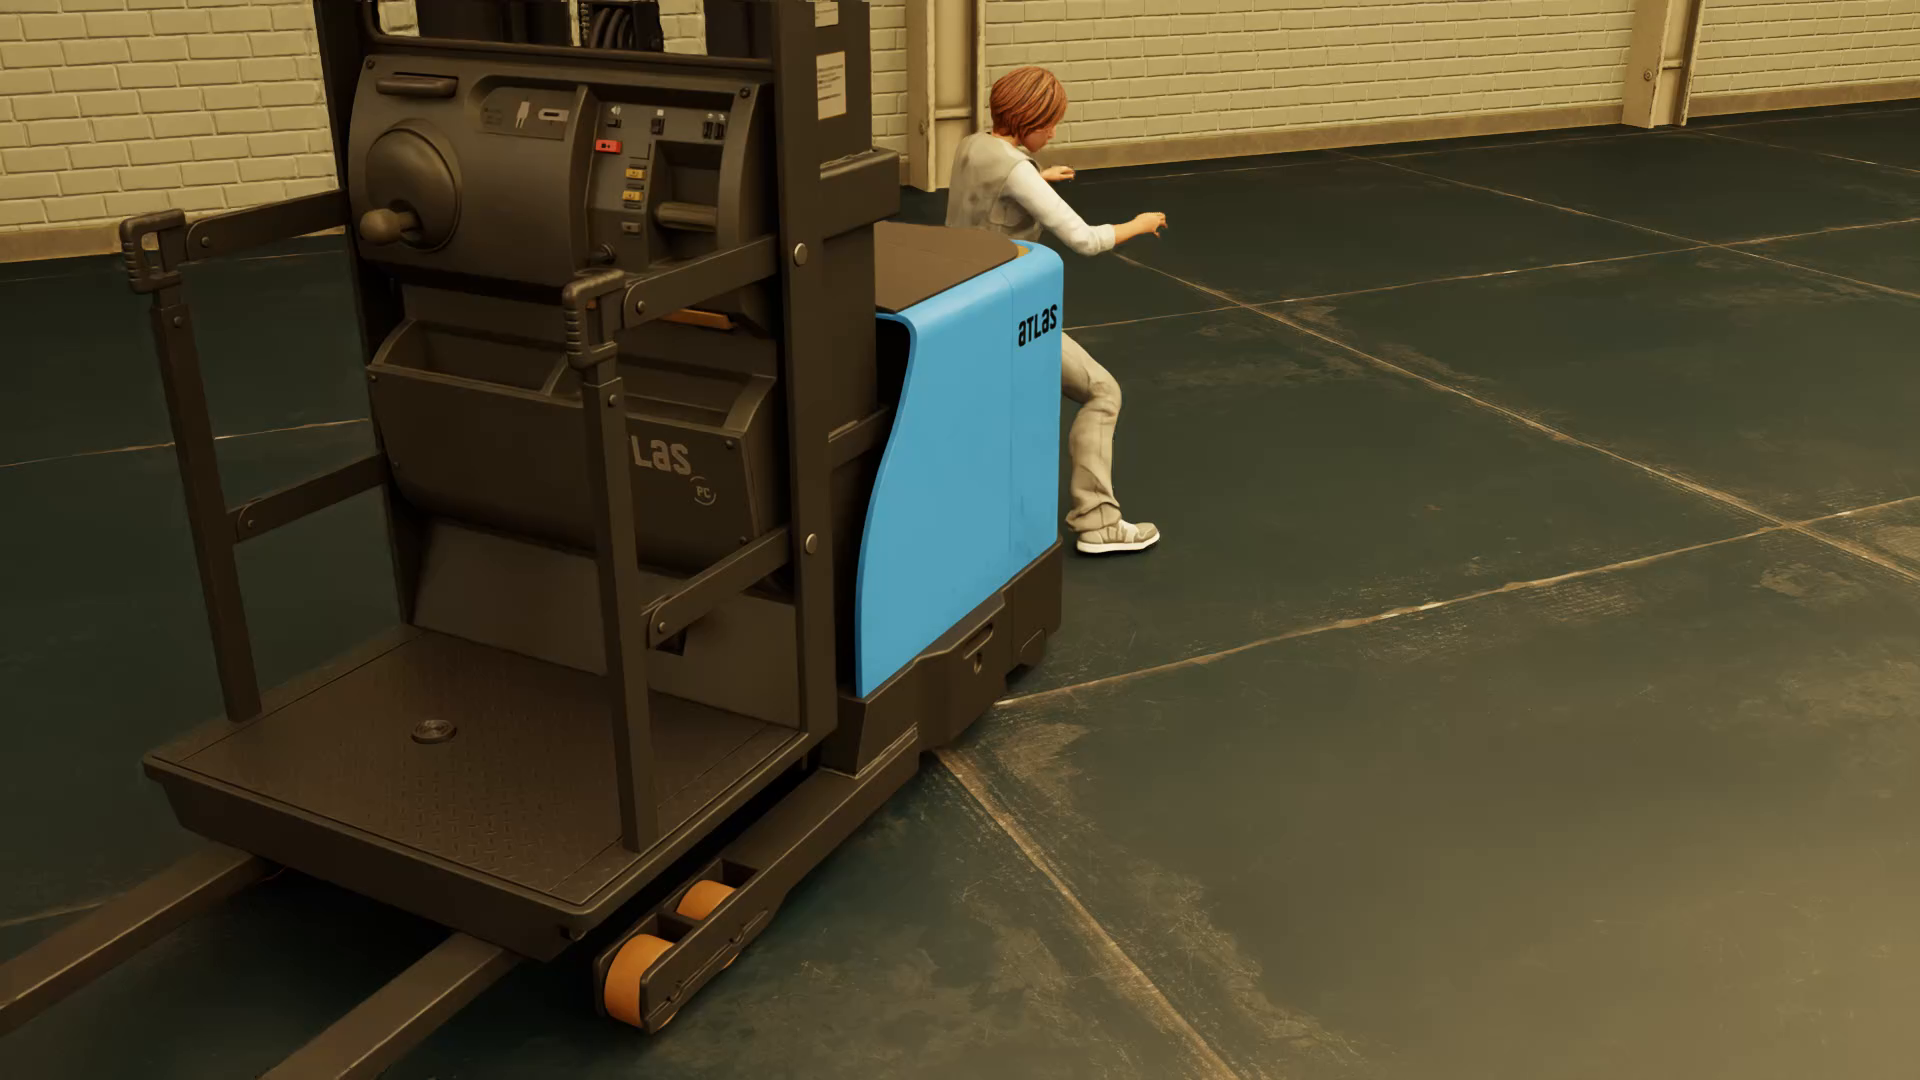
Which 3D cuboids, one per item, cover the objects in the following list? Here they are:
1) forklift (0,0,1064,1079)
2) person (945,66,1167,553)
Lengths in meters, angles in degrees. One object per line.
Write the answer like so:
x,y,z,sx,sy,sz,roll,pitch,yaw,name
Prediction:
-0.868,-0.670,2.900,1.130,2.935,3.031,11,25,26,forklift
0.273,-0.743,5.110,0.662,1.366,0.904,-7,23,-16,person
